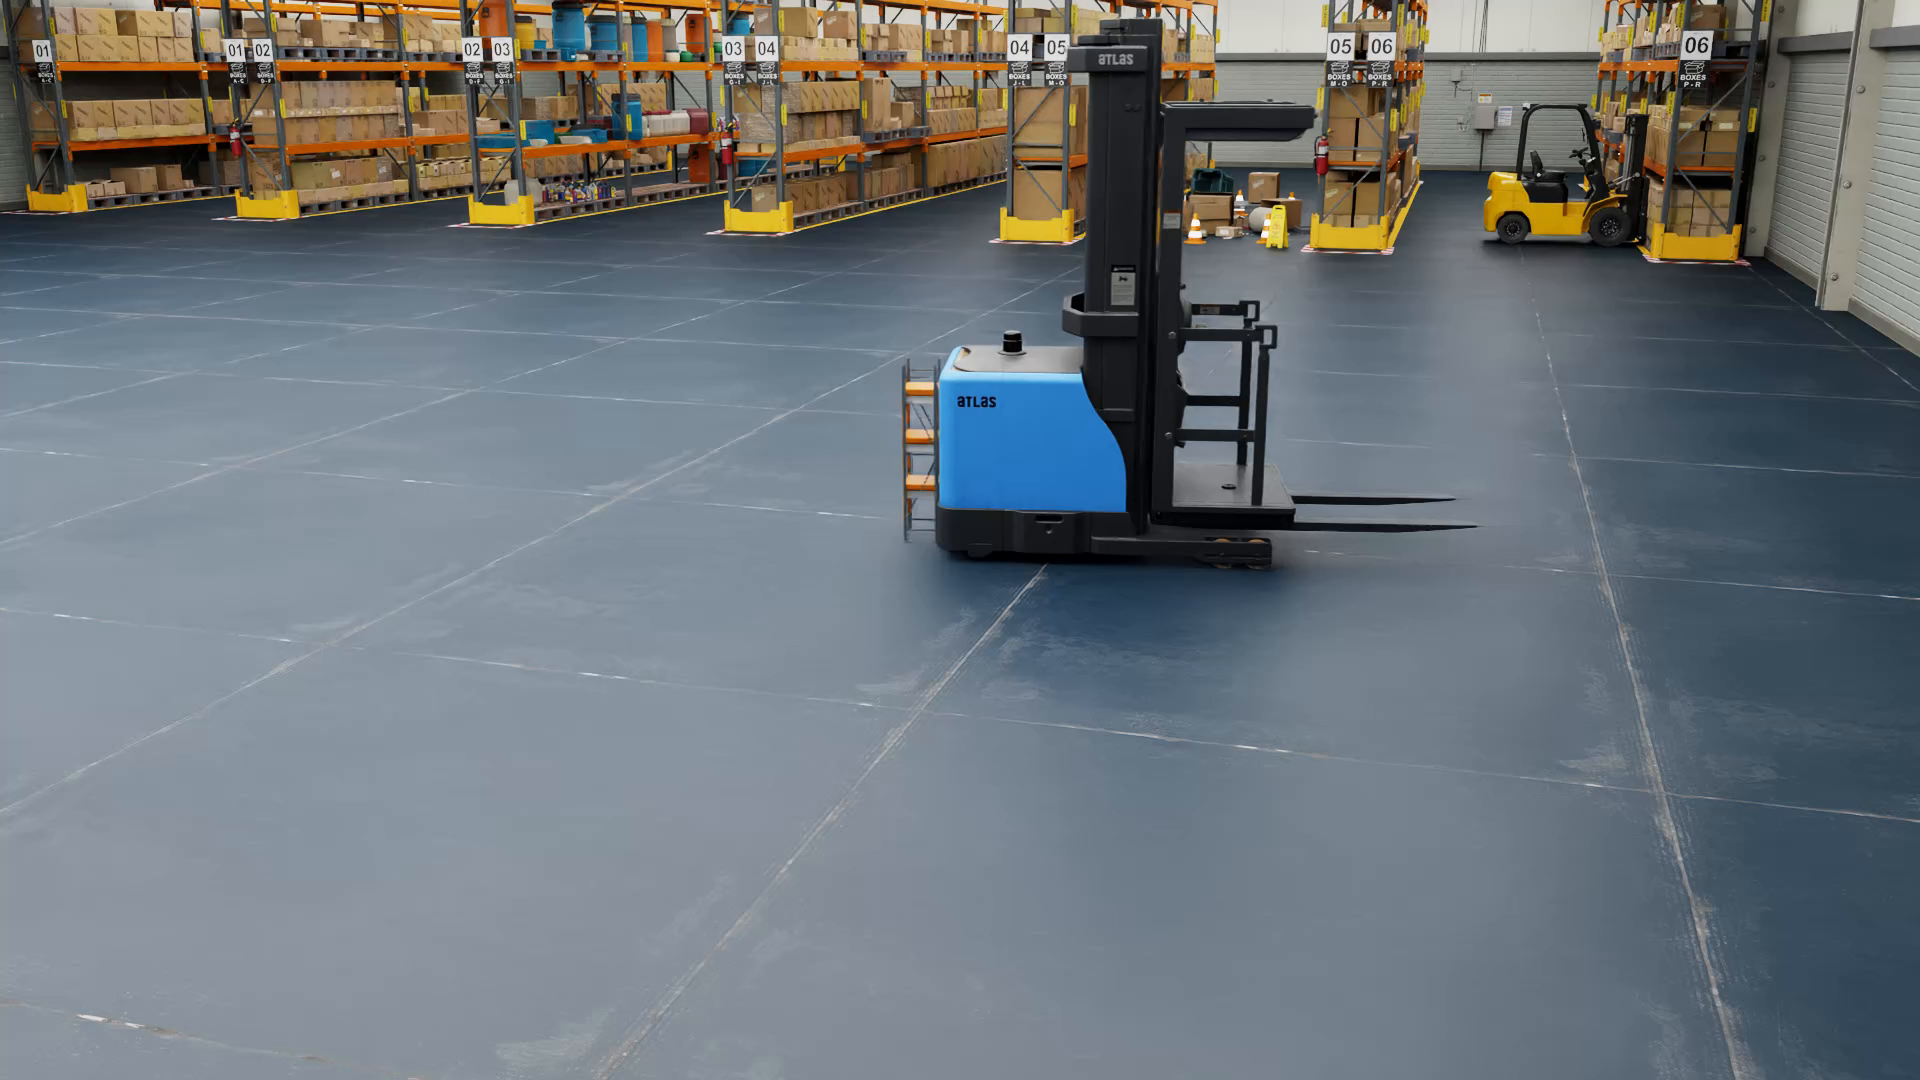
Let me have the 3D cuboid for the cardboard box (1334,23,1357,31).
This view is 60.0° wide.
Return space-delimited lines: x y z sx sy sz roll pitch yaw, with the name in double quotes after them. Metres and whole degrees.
5.841 -7.796 25.319 0.380 0.149 0.250 5 17 16 "cardboard box"

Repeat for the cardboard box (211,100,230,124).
-16.407 -9.336 36.258 0.700 0.500 0.500 5 16 16 "cardboard box"

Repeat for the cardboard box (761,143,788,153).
-3.164 -6.682 28.351 0.380 0.149 0.250 5 16 16 "cardboard box"

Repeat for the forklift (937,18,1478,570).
1.414 -1.397 9.382 3.031 2.935 1.130 1 16 4 "forklift"

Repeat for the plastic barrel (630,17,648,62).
-6.777 -10.354 34.420 0.600 0.901 0.708 5 16 16 "plastic barrel"

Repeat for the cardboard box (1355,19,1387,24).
7.207 -9.000 29.155 0.500 0.250 0.500 5 17 17 "cardboard box"

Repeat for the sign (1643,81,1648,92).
15.861 -10.441 38.443 0.100 0.325 0.005 5 16 16 "sign"

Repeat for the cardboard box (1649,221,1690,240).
10.619 -4.621 24.894 0.500 0.250 0.500 5 17 16 "cardboard box"

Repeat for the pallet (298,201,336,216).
-12.793 -6.378 31.928 1.003 0.211 1.213 5 16 16 "pallet"

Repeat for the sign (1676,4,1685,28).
10.272 -7.471 23.698 0.100 0.325 0.005 5 16 16 "sign"

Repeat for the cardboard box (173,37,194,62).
-16.491 -10.295 34.910 0.500 0.500 0.500 5 17 17 "cardboard box"

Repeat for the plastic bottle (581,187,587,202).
-7.225 -6.649 31.968 0.097 0.271 0.097 0 16 0 "plastic bottle"

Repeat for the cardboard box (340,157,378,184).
-12.048 -7.403 33.328 0.500 0.500 0.500 5 16 16 "cardboard box"

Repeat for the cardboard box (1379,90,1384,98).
7.847 -8.118 30.267 0.380 0.149 0.250 6 17 19 "cardboard box"

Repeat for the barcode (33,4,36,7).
-17.998 -10.385 32.332 0.001 0.075 0.075 5 16 16 "barcode"

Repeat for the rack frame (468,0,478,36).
-10.697 -12.495 37.392 1.000 3.000 0.127 5 16 16 "rack frame"

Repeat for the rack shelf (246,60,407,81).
-12.402 -9.136 32.365 1.077 0.370 4.000 5 16 16 "rack shelf"

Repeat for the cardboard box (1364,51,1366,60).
6.401 -7.881 27.079 0.380 0.149 0.250 5 17 16 "cardboard box"

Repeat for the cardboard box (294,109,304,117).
-12.580 -8.031 31.276 0.380 0.149 0.250 4 16 14 "cardboard box"

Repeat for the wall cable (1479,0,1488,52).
15.302 -14.294 43.664 2.988 3.039 0.133 5 16 16 "wall cable"

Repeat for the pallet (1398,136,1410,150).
7.521 -7.121 29.791 1.003 0.211 1.213 5 16 16 "pallet"

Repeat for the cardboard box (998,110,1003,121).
0.757 -10.454 40.919 0.500 0.250 0.500 5 16 16 "cardboard box"

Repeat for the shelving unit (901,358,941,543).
-0.221 -0.525 9.756 0.215 1.050 0.252 1 16 4 "shelving unit"

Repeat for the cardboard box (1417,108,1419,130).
10.263 -9.664 38.221 0.500 0.500 0.500 5 17 18 "cardboard box"

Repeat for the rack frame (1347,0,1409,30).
7.165 -9.911 28.281 1.000 3.000 0.127 5 16 16 "rack frame"

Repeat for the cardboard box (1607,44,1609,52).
14.540 -10.795 36.624 0.500 0.250 0.500 4 16 15 "cardboard box"

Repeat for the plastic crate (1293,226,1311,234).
5.932 -5.273 28.274 0.402 0.080 0.583 -1 16 -3 "plastic crate"

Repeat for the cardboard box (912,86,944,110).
-0.789 -9.731 36.618 0.797 0.503 0.637 5 17 17 "cardboard box"

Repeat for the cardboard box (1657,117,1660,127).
11.123 -6.535 26.001 0.380 0.149 0.250 4 16 15 "cardboard box"

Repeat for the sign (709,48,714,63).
-5.419 -10.576 36.314 0.100 0.325 0.005 5 16 16 "sign"

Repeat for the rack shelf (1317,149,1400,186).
6.596 -6.156 27.353 1.077 0.370 4.000 5 16 16 "rack shelf"

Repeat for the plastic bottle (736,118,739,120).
-5.122 -9.615 38.459 0.152 0.276 0.135 5 16 16 "plastic bottle"

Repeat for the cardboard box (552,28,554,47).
-9.942 -12.094 40.339 0.600 0.600 0.600 4 16 15 "cardboard box"

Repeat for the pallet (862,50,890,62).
-2.059 -9.299 31.965 1.213 0.211 1.003 5 16 16 "pallet"

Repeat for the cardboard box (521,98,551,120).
-10.183 -10.257 39.542 0.700 0.500 0.500 8 18 26 "cardboard box"

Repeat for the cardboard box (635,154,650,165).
-8.641 -10.183 44.467 0.500 0.250 0.500 5 16 16 "cardboard box"

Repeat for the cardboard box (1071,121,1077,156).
1.451 -6.654 27.517 0.875 0.550 0.550 5 16 16 "cardboard box"

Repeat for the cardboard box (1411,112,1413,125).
9.140 -8.749 34.538 0.500 0.250 0.500 5 17 17 "cardboard box"

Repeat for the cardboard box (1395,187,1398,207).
7.512 -6.289 30.549 0.950 0.372 0.625 6 17 19 "cardboard box"

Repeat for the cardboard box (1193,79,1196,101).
5.158 -10.383 38.380 0.500 0.500 0.500 4 16 14 "cardboard box"

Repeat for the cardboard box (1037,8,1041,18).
1.096 -8.471 26.749 0.380 0.149 0.250 5 17 16 "cardboard box"

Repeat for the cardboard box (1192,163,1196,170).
5.406 -8.860 39.480 0.380 0.149 0.250 4 16 15 "cardboard box"

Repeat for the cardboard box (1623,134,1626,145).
12.701 -7.518 31.113 0.500 0.250 0.500 5 16 16 "cardboard box"

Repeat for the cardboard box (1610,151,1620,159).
13.813 -8.044 34.769 0.380 0.149 0.250 4 16 13 "cardboard box"

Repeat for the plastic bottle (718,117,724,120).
-5.638 -9.816 39.168 0.152 0.276 0.135 5 16 16 "plastic bottle"

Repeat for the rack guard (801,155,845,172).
-3.681 -10.122 44.598 1.175 0.500 0.348 5 16 16 "rack guard"

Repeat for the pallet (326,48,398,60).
-12.051 -9.738 33.330 1.003 0.211 1.213 5 16 16 "pallet"

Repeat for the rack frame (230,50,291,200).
-12.970 -7.516 30.831 1.000 3.000 0.127 5 16 16 "rack frame"

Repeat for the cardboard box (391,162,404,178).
-11.993 -7.840 35.214 0.500 0.311 0.500 5 16 16 "cardboard box"

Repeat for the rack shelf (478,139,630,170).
-7.654 -7.308 31.416 1.077 0.370 4.000 5 16 16 "rack shelf"

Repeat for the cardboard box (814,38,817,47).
-2.745 -8.770 29.300 0.380 0.149 0.250 4 16 15 "cardboard box"

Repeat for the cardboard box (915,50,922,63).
-1.100 -10.067 34.604 0.500 0.250 0.500 5 16 16 "cardboard box"

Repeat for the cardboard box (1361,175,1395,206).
6.967 -5.823 27.755 0.500 0.500 0.500 6 17 19 "cardboard box"

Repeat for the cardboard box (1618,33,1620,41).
13.392 -10.063 33.275 0.380 0.149 0.250 5 17 16 "cardboard box"
